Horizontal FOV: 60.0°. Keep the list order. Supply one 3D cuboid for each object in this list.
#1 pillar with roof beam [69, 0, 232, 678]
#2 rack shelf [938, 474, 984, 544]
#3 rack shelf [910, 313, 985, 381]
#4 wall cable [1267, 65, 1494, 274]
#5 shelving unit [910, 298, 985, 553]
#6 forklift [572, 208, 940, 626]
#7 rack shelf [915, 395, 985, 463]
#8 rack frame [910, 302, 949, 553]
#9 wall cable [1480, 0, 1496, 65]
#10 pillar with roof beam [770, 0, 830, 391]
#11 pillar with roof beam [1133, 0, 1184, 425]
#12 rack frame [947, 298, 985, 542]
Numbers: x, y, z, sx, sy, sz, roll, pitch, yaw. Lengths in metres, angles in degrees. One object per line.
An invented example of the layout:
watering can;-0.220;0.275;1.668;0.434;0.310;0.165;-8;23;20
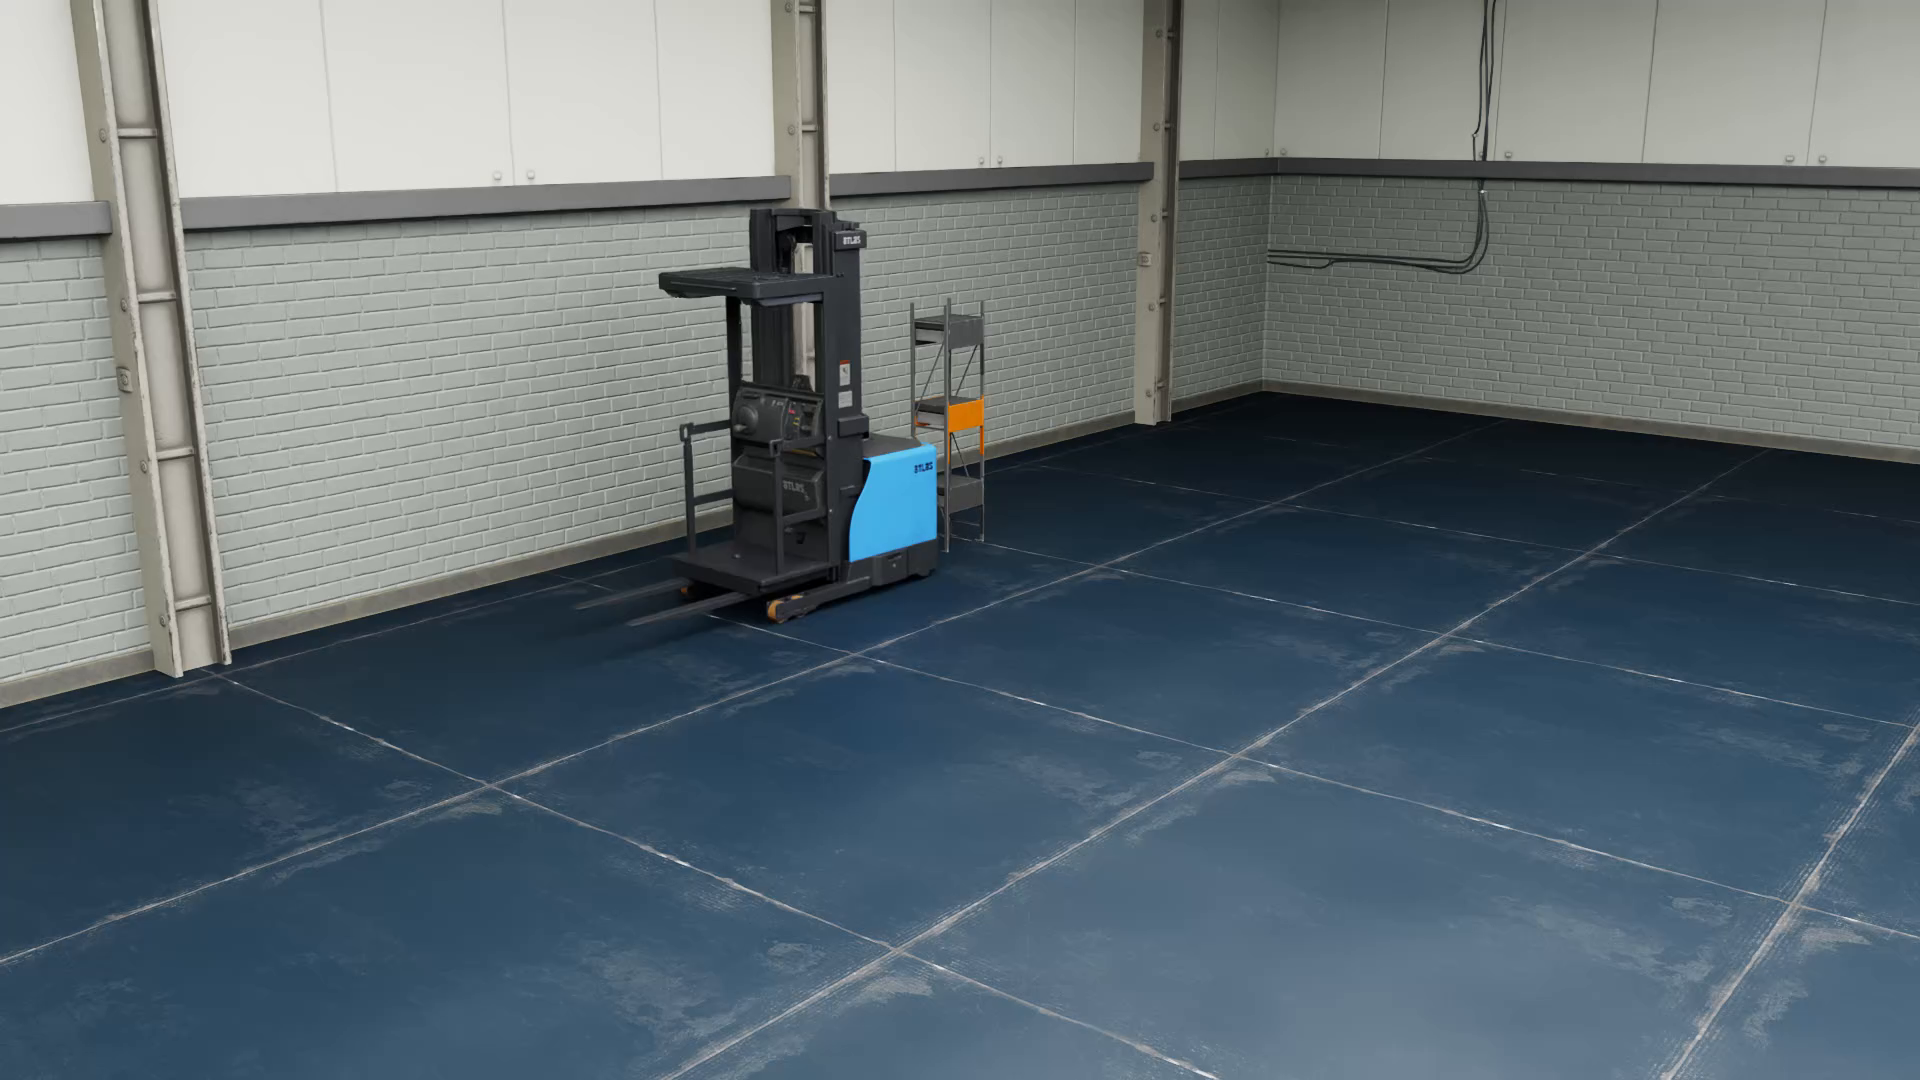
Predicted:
pillar with roof beam;-1.849;-2.843;7.539;9.100;9.000;0.400;11;18;38
rack shelf;-0.104;-0.294;14.415;0.431;0.518;0.480;11;18;38
rack shelf;-0.104;-1.651;14.071;0.431;0.518;0.480;11;18;38
wall cable;5.224;-4.662;21.005;3.097;2.526;0.112;11;18;38
shelving unit;-0.104;-0.986;14.240;0.431;2.100;0.503;11;18;38
forklift;-1.513;-0.952;12.417;1.130;2.935;3.031;12;19;40
rack shelf;-0.104;-0.973;14.243;0.431;0.518;0.480;11;18;38
rack frame;-0.257;-0.939;14.056;0.400;2.100;0.015;11;18;38
wall cable;7.329;-6.691;18.735;3.097;2.526;0.112;11;18;38
pillar with roof beam;1.922;-3.992;12.062;9.100;9.000;0.400;11;18;38
pillar with roof beam;5.693;-5.141;16.585;9.100;9.000;0.400;11;18;38
rack frame;0.049;-1.033;14.424;0.400;2.100;0.015;11;18;38
